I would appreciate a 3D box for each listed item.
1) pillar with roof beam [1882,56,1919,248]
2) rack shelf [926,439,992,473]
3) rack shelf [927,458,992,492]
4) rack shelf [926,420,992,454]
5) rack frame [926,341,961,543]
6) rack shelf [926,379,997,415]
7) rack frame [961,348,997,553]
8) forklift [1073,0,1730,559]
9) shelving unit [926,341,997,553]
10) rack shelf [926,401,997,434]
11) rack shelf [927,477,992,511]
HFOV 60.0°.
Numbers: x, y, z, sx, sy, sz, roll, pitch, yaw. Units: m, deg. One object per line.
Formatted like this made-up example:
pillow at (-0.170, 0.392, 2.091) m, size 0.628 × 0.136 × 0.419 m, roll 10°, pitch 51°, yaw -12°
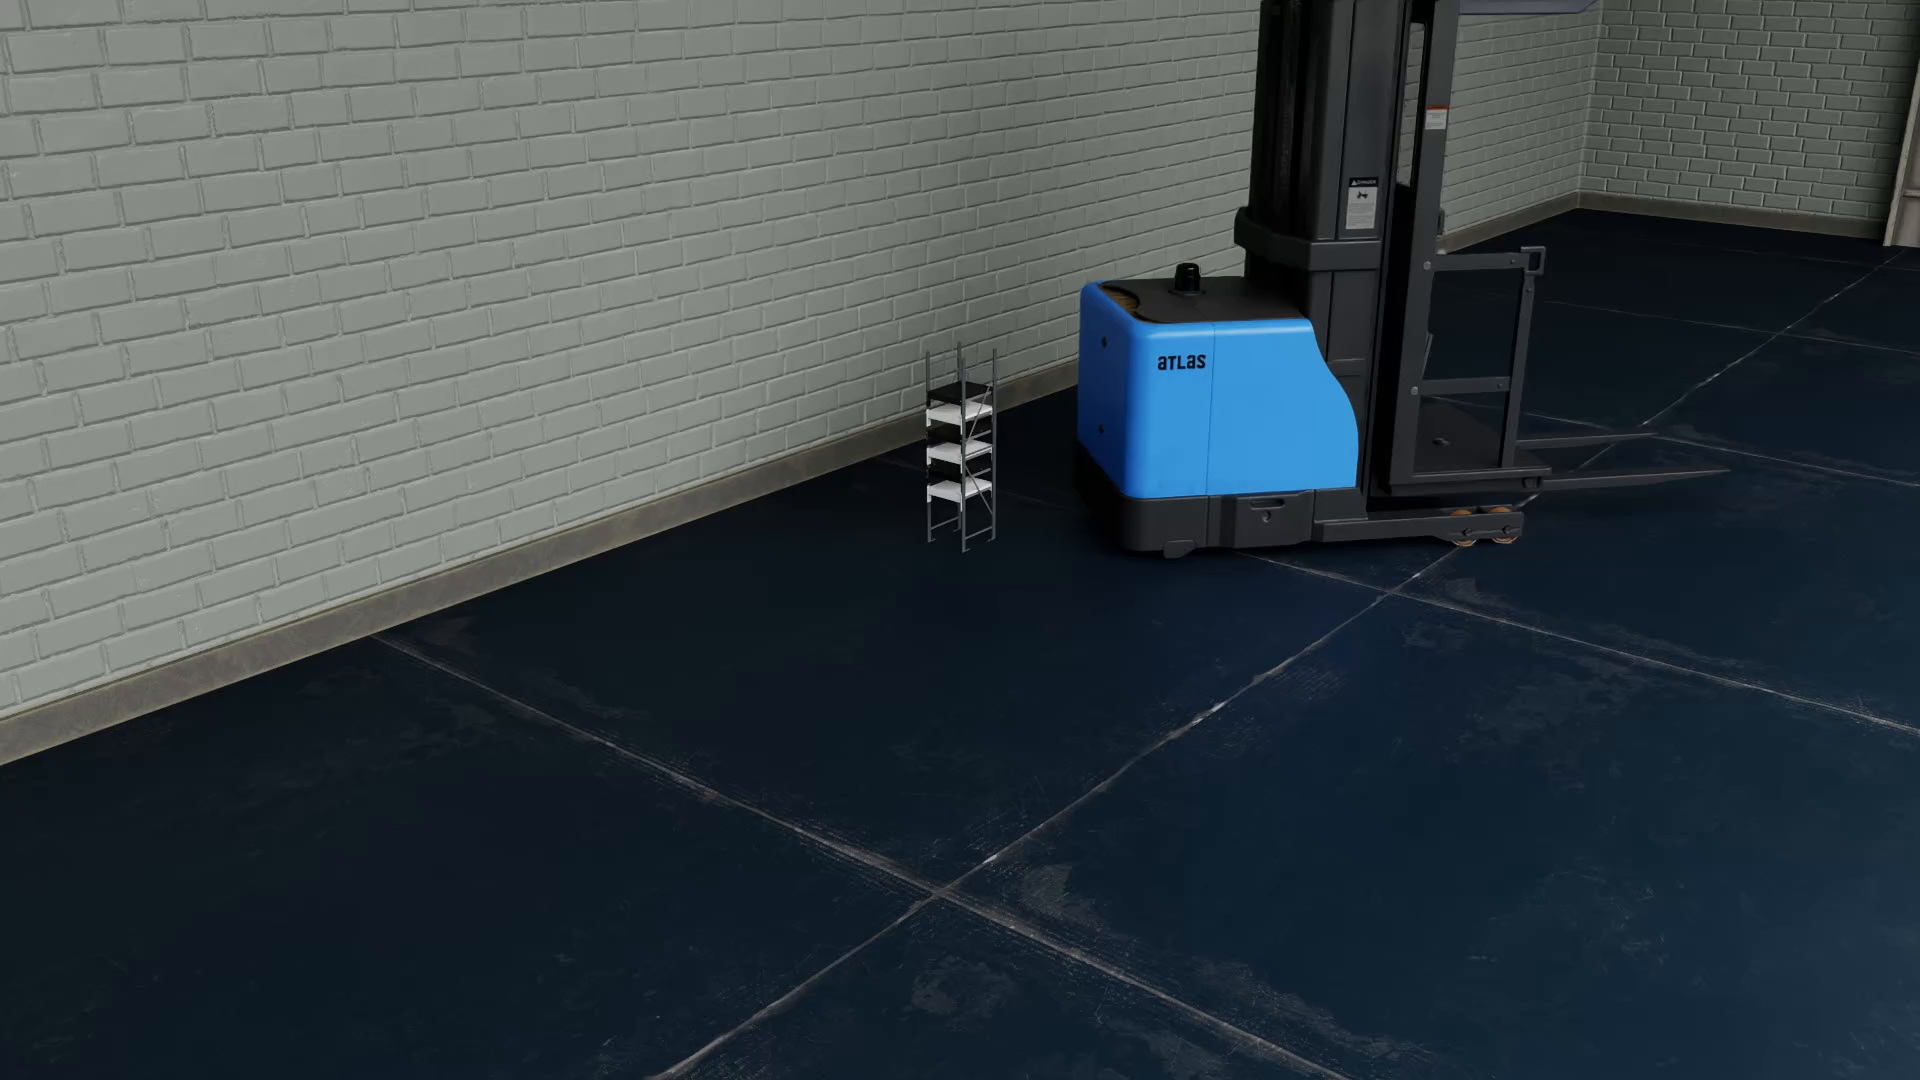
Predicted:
pillar with roof beam at (5.552, -5.594, 9.750) m, size 0.400 × 9.000 × 9.100 m, roll 16°, pitch 26°, yaw 36°
rack shelf at (0.006, -0.388, 7.516) m, size 0.200 × 0.077 × 0.258 m, roll 16°, pitch 26°, yaw 36°
rack shelf at (0.006, -0.304, 7.548) m, size 0.200 × 0.077 × 0.258 m, roll 16°, pitch 26°, yaw 36°
rack shelf at (0.006, -0.472, 7.485) m, size 0.200 × 0.077 × 0.258 m, roll 16°, pitch 26°, yaw 36°
rack frame at (-0.072, -0.442, 7.565) m, size 0.006 × 0.900 × 0.240 m, roll 16°, pitch 26°, yaw 36°
rack shelf at (0.006, -0.641, 7.421) m, size 0.200 × 0.077 × 0.258 m, roll 16°, pitch 26°, yaw 36°
rack frame at (0.085, -0.397, 7.444) m, size 0.006 × 0.900 × 0.240 m, roll 16°, pitch 26°, yaw 36°
forklift at (2.122, -1.521, 7.547) m, size 3.031 × 2.935 × 1.130 m, roll -3°, pitch 21°, yaw -9°
shelving unit at (0.006, -0.419, 7.505) m, size 0.210 × 0.900 × 0.258 m, roll 16°, pitch 26°, yaw 36°
rack shelf at (0.006, -0.556, 7.453) m, size 0.200 × 0.077 × 0.258 m, roll 16°, pitch 26°, yaw 36°
rack shelf at (0.006, -0.220, 7.580) m, size 0.200 × 0.077 × 0.258 m, roll 16°, pitch 26°, yaw 36°
